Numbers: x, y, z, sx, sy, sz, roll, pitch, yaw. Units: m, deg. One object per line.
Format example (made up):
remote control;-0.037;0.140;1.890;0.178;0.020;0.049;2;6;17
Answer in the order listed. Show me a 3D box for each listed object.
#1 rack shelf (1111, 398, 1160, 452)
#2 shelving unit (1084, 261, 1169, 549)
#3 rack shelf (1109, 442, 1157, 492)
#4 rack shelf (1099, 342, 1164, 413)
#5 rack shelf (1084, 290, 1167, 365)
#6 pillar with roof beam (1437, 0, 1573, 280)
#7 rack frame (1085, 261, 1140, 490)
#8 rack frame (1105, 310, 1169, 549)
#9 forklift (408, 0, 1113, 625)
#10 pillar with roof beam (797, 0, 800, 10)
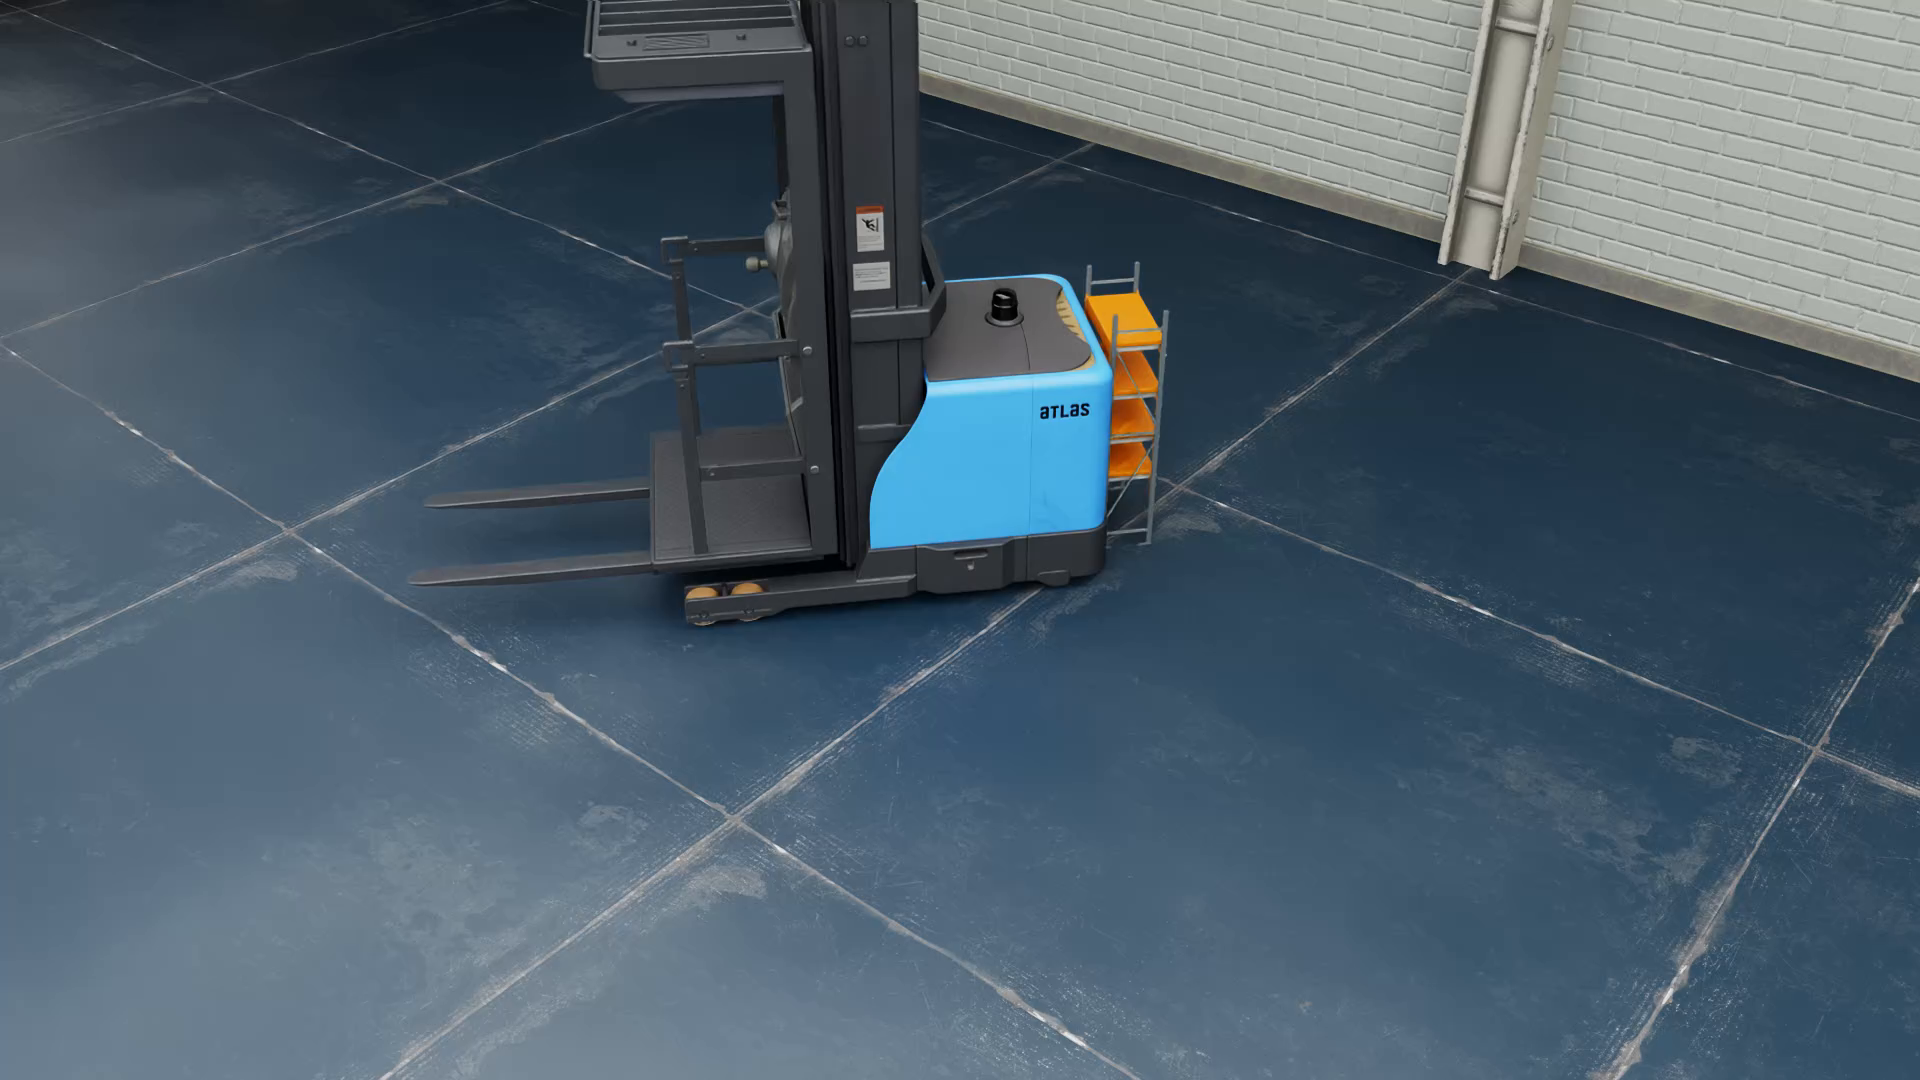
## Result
rack shelf;0.725;-0.546;7.604;0.258;0.148;0.480;-5;35;-8
shelving unit;0.725;-0.602;7.566;0.258;1.200;0.503;-5;35;-8
rack shelf;0.725;-0.382;7.717;0.258;0.148;0.480;-5;35;-8
rack shelf;0.725;-0.731;7.478;0.258;0.148;0.480;-5;35;-8
rack shelf;0.725;-0.926;7.344;0.258;0.148;0.480;-5;35;-8
pillar with roof beam;0.433;-3.540;4.956;0.400;9.000;9.100;25;42;32
rack frame;0.685;-0.738;7.765;0.240;1.200;0.015;-5;35;-8
rack frame;0.765;-0.465;7.368;0.240;1.200;0.015;-5;35;-8
forklift;-0.911;-1.160;6.850;3.031;2.935;1.130;-5;35;-7
pillar with roof beam;-4.178;-5.714;8.121;0.400;9.000;9.100;25;42;32
